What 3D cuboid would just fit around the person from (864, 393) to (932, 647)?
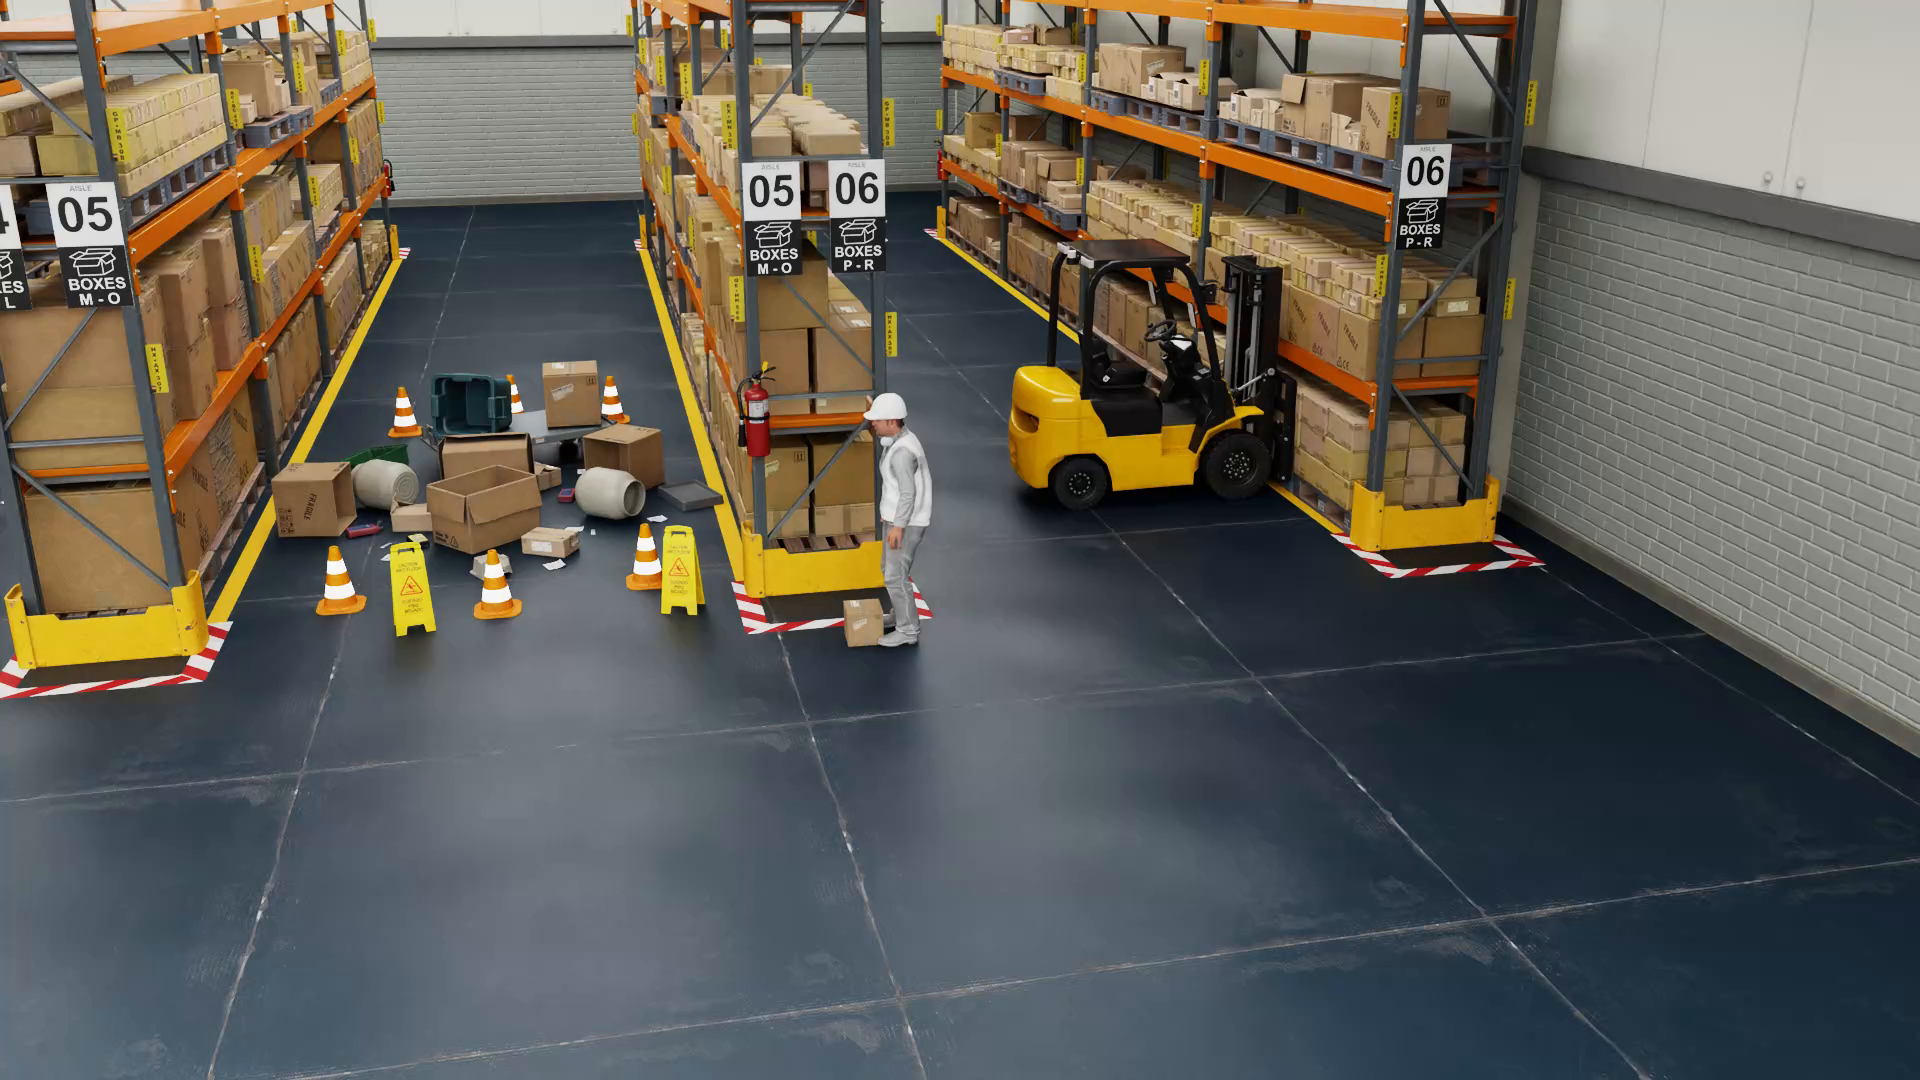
[{"bbox_3d":[-0.423,-0.155,11.466,0.460,1.772,0.581,-3,20,-7],"label":"person"}]
